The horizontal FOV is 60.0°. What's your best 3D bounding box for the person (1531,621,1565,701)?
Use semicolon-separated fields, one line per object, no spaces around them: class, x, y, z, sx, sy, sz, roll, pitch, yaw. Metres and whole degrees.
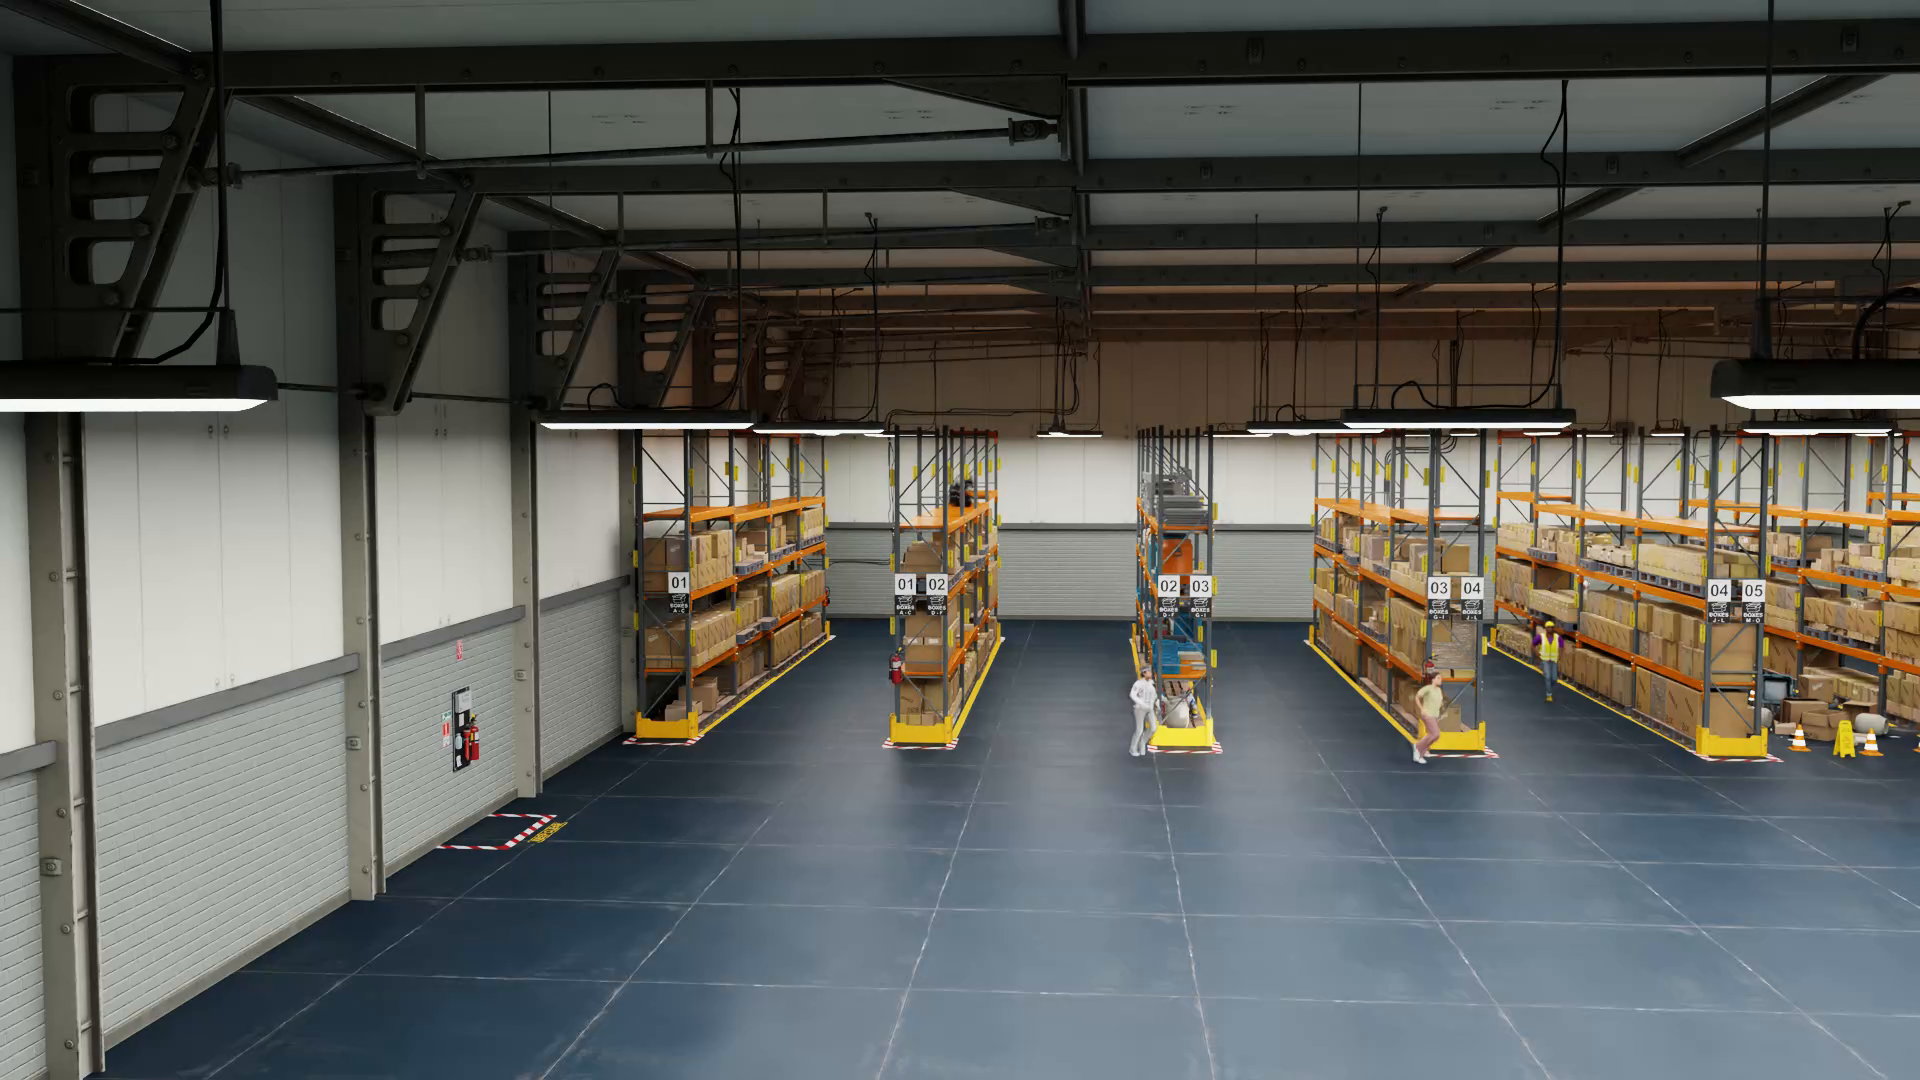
person;12.965;2.653;36.653;0.711;1.746;0.718;0;3;8

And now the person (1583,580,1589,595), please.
person;17.791;2.026;47.267;0.647;1.754;0.663;0;3;5

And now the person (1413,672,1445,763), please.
person;8.388;3.150;29.571;0.597;1.604;0.532;-3;4;-40

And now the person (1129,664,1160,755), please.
person;3.388;3.079;30.163;0.688;1.647;0.541;-2;4;-29
